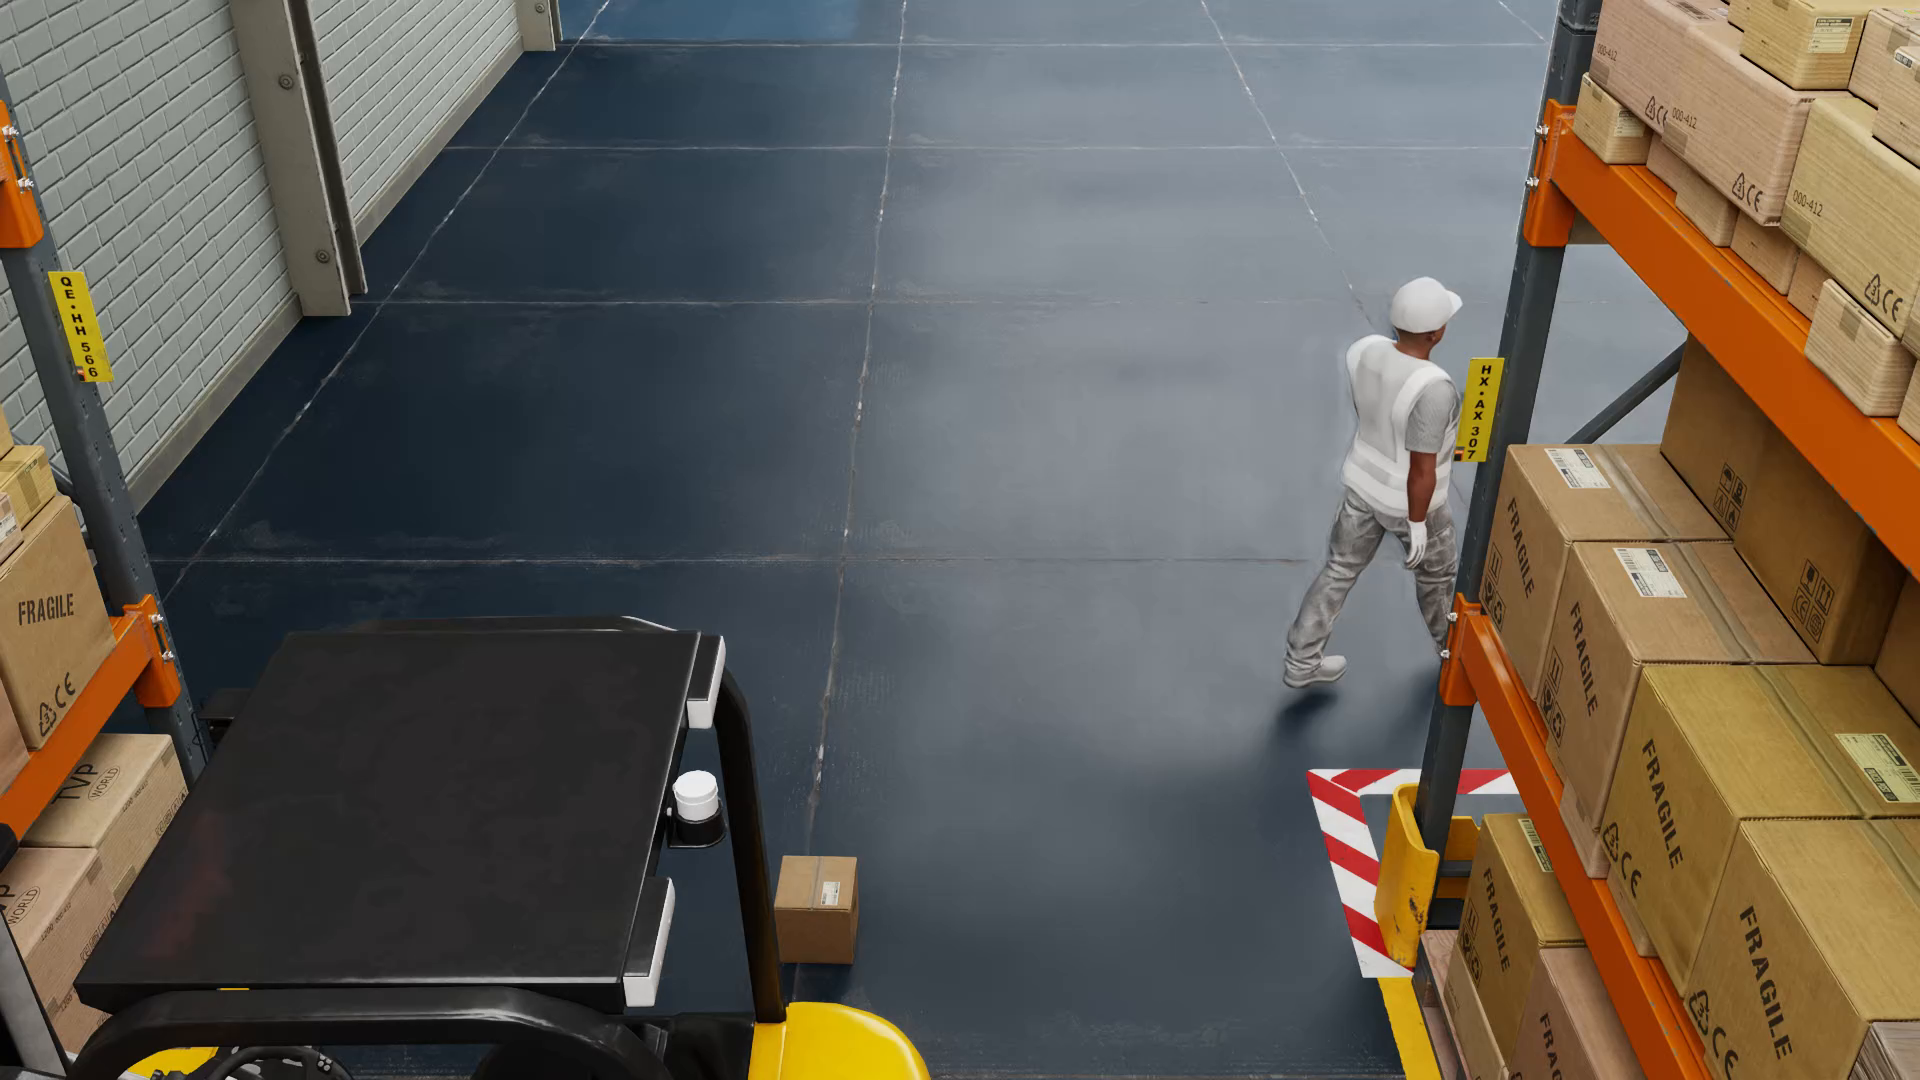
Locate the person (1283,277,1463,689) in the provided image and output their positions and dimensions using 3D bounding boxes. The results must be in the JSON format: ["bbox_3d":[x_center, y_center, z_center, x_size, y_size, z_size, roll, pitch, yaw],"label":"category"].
[{"bbox_3d":[1.774,-0.241,6.483,1.003,1.727,0.597,-16,35,-24],"label":"person"}]
